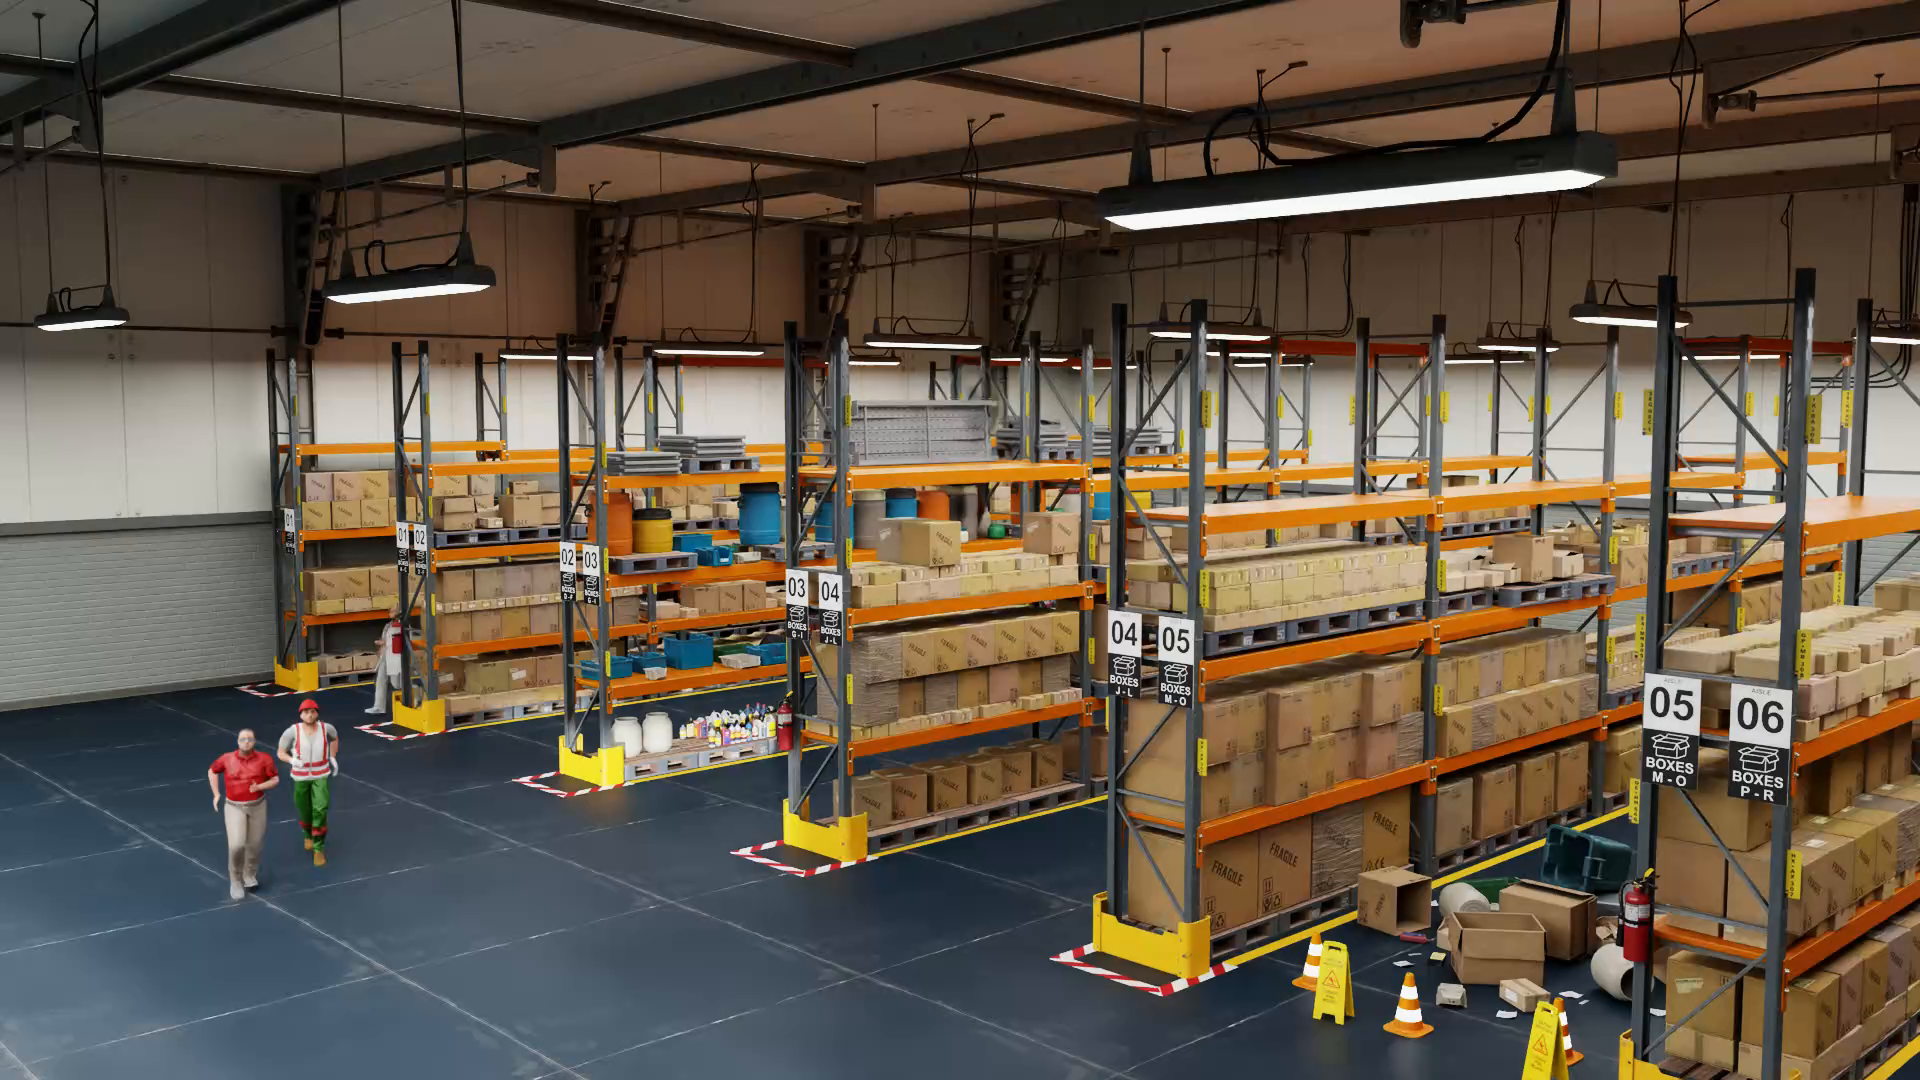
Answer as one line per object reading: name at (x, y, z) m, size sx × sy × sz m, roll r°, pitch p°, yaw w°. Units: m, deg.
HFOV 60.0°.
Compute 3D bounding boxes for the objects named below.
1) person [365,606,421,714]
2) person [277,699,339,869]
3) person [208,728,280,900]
person at (-9.246, 1.950, 27.074) m, size 0.735 × 1.757 × 0.984 m, roll 4°, pitch 7°, yaw 41°
person at (-7.246, 2.664, 18.510) m, size 0.640 × 1.812 × 0.892 m, roll -2°, pitch 5°, yaw -21°
person at (-7.383, 2.828, 17.212) m, size 0.646 × 1.756 × 0.694 m, roll -3°, pitch 6°, yaw -30°
